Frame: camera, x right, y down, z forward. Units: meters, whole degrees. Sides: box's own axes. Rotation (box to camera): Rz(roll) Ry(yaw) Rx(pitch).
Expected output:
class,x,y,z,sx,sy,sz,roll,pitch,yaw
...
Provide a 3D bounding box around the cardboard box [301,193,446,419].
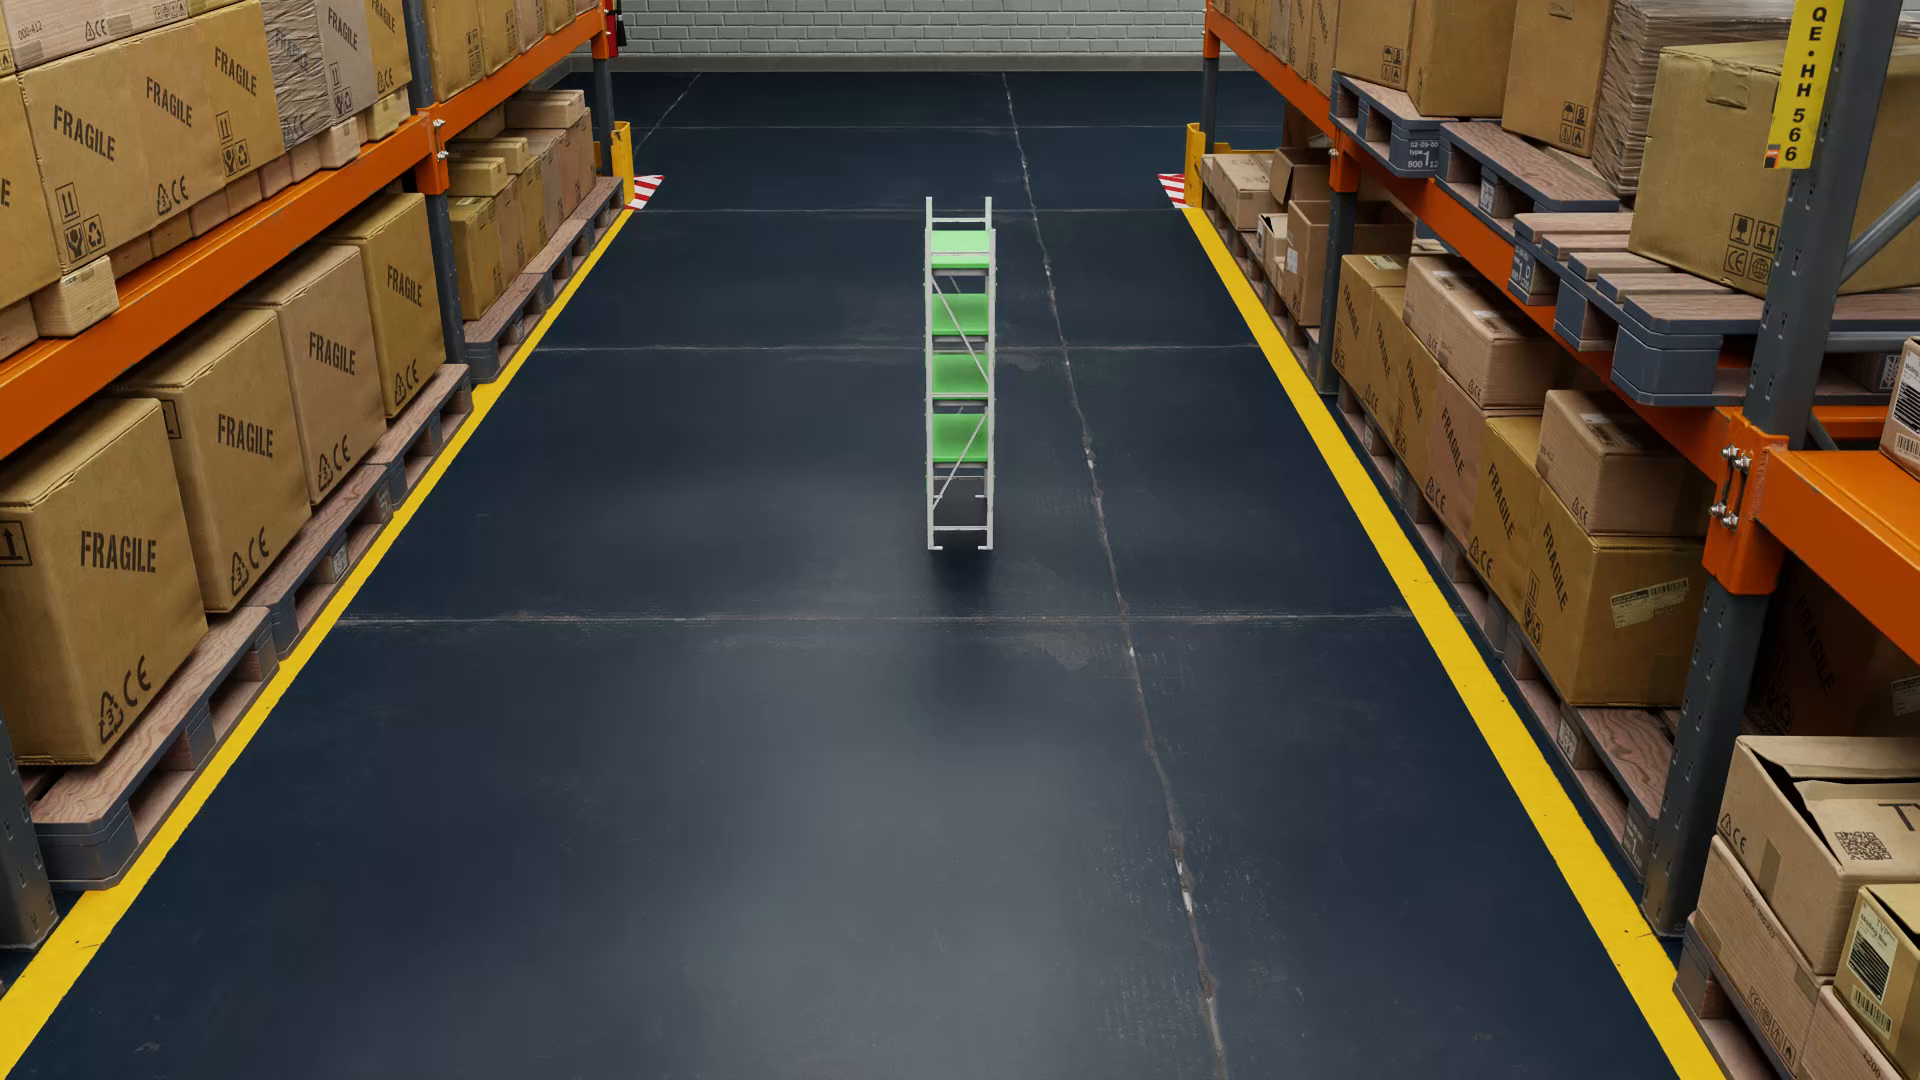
class,x,y,z,sx,sy,sz,roll,pitch,yaw
cardboard box,-2.649,-0.981,6.878,0.750,0.750,0.750,0,24,0

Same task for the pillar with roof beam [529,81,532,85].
class,x,y,z,sx,sy,sz,roll,pitch,yaw
pillar with roof beam,0.581,-7.546,12.015,9.100,9.000,0.400,0,24,-1

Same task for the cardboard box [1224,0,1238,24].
class,x,y,z,sx,sy,sz,roll,pitch,yaw
cardboard box,1.876,-3.358,9.912,0.500,0.500,0.500,0,24,-1

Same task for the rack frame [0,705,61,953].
class,x,y,z,sx,sy,sz,roll,pitch,yaw
rack frame,-2.742,-0.388,3.468,1.000,3.000,0.127,0,24,-1

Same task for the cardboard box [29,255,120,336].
class,x,y,z,sx,sy,sz,roll,pitch,yaw
cardboard box,-2.427,-0.633,4.291,0.380,0.149,0.250,0,24,1

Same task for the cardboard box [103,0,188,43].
class,x,y,z,sx,sy,sz,roll,pitch,yaw
cardboard box,-2.505,-1.536,4.589,0.500,0.250,0.500,0,24,0

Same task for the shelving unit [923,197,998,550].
class,x,y,z,sx,sy,sz,roll,pitch,yaw
shelving unit,-0.002,-0.615,6.154,0.258,1.200,0.503,0,24,-1

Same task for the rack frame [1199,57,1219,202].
class,x,y,z,sx,sy,sz,roll,pitch,yaw
rack frame,2.124,-3.709,10.810,1.000,3.000,0.127,0,24,-1

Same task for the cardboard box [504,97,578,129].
class,x,y,z,sx,sy,sz,roll,pitch,yaw
cardboard box,-2.535,-2.587,10.067,0.380,0.149,0.250,0,24,1

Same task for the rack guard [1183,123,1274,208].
class,x,y,z,sx,sy,sz,roll,pitch,yaw
rack guard,2.125,-2.538,11.256,1.175,0.500,0.348,0,24,-1

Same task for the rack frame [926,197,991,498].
class,x,y,z,sx,sy,sz,roll,pitch,yaw
rack frame,-0.004,-0.715,6.376,0.240,1.200,0.015,0,24,-1

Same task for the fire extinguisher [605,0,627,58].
class,x,y,z,sx,sy,sz,roll,pitch,yaw
fire extinguisher,-2.370,-3.544,10.992,0.296,0.674,0.183,0,24,-1

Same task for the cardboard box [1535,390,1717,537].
class,x,y,z,sx,sy,sz,roll,pitch,yaw
cardboard box,1.961,-0.223,4.692,0.500,0.250,0.500,1,24,1

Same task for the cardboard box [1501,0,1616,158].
class,x,y,z,sx,sy,sz,roll,pitch,yaw
cardboard box,2.248,-1.569,5.449,0.700,0.500,0.500,-6,25,-14

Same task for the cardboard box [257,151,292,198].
class,x,y,z,sx,sy,sz,roll,pitch,yaw
cardboard box,-2.529,-1.269,5.697,0.380,0.149,0.250,-1,24,-2

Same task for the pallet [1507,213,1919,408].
class,x,y,z,sx,sy,sz,roll,pitch,yaw
pallet,2.133,-0.604,4.177,1.213,0.211,1.003,0,24,-1

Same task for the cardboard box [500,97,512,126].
class,x,y,z,sx,sy,sz,roll,pitch,yaw
cardboard box,-2.917,-2.587,10.066,0.380,0.149,0.250,0,24,0

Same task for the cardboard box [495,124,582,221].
class,x,y,z,sx,sy,sz,roll,pitch,yaw
cardboard box,-2.716,-2.243,10.093,0.700,0.500,0.500,0,24,-1

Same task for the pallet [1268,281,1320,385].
class,x,y,z,sx,sy,sz,roll,pitch,yaw
pallet,2.161,-1.073,8.366,1.003,0.211,1.213,0,24,-1

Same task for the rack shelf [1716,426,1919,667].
class,x,y,z,sx,sy,sz,roll,pitch,yaw
rack shelf,2.233,0.740,1.847,1.077,0.370,4.000,0,24,-1

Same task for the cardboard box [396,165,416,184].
class,x,y,z,sx,sy,sz,roll,pitch,yaw
cardboard box,-2.900,-1.958,8.676,0.380,0.149,0.250,-1,24,-2

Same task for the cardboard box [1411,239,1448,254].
class,x,y,z,sx,sy,sz,roll,pitch,yaw
cardboard box,2.360,-1.500,8.831,0.380,0.166,0.250,0,24,-1

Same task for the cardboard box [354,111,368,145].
class,x,y,z,sx,sy,sz,roll,pitch,yaw
cardboard box,-2.515,-1.582,6.389,0.380,0.149,0.250,0,24,1

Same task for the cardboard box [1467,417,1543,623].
class,x,y,z,sx,sy,sz,roll,pitch,yaw
cardboard box,1.961,-0.071,5.267,0.500,0.500,0.500,-1,24,-2

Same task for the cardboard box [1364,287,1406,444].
class,x,y,z,sx,sy,sz,roll,pitch,yaw
cardboard box,1.946,-0.702,6.661,0.500,0.500,0.500,0,24,0

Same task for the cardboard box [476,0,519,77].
class,x,y,z,sx,sy,sz,roll,pitch,yaw
cardboard box,-2.778,-2.698,8.210,0.980,0.700,0.700,-1,24,-2

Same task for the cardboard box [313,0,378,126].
class,x,y,z,sx,sy,sz,roll,pitch,yaw
cardboard box,-2.513,-1.827,6.144,0.500,0.500,0.500,0,24,0

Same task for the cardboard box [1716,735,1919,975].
class,x,y,z,sx,sy,sz,roll,pitch,yaw
cardboard box,1.923,0.611,3.405,0.500,0.311,0.500,1,24,1

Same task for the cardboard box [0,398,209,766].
class,x,y,z,sx,sy,sz,roll,pitch,yaw
cardboard box,-2.619,0.096,4.496,0.750,0.750,0.750,-1,24,-1

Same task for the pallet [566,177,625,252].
class,x,y,z,sx,sy,sz,roll,pitch,yaw
pallet,-2.743,-2.085,10.604,1.003,0.211,1.213,0,24,-1

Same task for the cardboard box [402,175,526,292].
class,x,y,z,sx,sy,sz,roll,pitch,yaw
cardboard box,-2.694,-1.605,8.681,0.700,0.500,0.500,0,24,-1

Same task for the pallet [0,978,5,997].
class,x,y,z,sx,sy,sz,roll,pitch,yaw
pallet,-2.735,1.204,3.331,1.003,0.211,1.213,0,24,-1

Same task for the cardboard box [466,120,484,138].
class,x,y,z,sx,sy,sz,roll,pitch,yaw
cardboard box,-2.908,-2.273,9.372,0.380,0.149,0.250,0,24,0

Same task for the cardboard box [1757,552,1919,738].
class,x,y,z,sx,sy,sz,roll,pitch,yaw
cardboard box,2.492,0.338,4.363,0.500,0.500,0.500,1,24,2

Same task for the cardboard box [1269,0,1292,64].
class,x,y,z,sx,sy,sz,roll,pitch,yaw
cardboard box,1.890,-2.735,8.535,0.500,0.500,0.500,0,24,1

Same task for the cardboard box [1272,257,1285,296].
class,x,y,z,sx,sy,sz,roll,pitch,yaw
cardboard box,1.813,-1.350,8.520,0.380,0.149,0.250,0,24,-1

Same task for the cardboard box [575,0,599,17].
class,x,y,z,sx,sy,sz,roll,pitch,yaw
cardboard box,-2.814,-3.611,10.231,0.980,0.700,0.700,1,24,2

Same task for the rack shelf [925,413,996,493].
class,x,y,z,sx,sy,sz,roll,pitch,yaw
rack shelf,-0.002,-0.338,6.279,0.258,0.148,0.480,0,24,-1

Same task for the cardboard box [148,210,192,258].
class,x,y,z,sx,sy,sz,roll,pitch,yaw
cardboard box,-2.556,-0.950,4.990,0.380,0.149,0.250,0,24,0

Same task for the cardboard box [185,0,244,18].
class,x,y,z,sx,sy,sz,roll,pitch,yaw
cardboard box,-2.517,-1.746,5.054,0.500,0.250,0.500,-1,24,-2

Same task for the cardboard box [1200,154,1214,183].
class,x,y,z,sx,sy,sz,roll,pitch,yaw
cardboard box,1.785,-2.436,10.922,0.380,0.149,0.250,0,24,-1

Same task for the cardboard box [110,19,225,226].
class,x,y,z,sx,sy,sz,roll,pitch,yaw
cardboard box,-2.492,-1.200,4.757,0.500,0.500,0.500,0,24,-1

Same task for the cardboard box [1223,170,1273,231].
class,x,y,z,sx,sy,sz,roll,pitch,yaw
cardboard box,1.857,-2.019,9.876,0.500,0.250,0.500,0,24,-1

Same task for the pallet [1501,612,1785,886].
class,x,y,z,sx,sy,sz,roll,pitch,yaw
pallet,2.241,0.551,4.776,1.003,0.211,1.213,0,24,-1
